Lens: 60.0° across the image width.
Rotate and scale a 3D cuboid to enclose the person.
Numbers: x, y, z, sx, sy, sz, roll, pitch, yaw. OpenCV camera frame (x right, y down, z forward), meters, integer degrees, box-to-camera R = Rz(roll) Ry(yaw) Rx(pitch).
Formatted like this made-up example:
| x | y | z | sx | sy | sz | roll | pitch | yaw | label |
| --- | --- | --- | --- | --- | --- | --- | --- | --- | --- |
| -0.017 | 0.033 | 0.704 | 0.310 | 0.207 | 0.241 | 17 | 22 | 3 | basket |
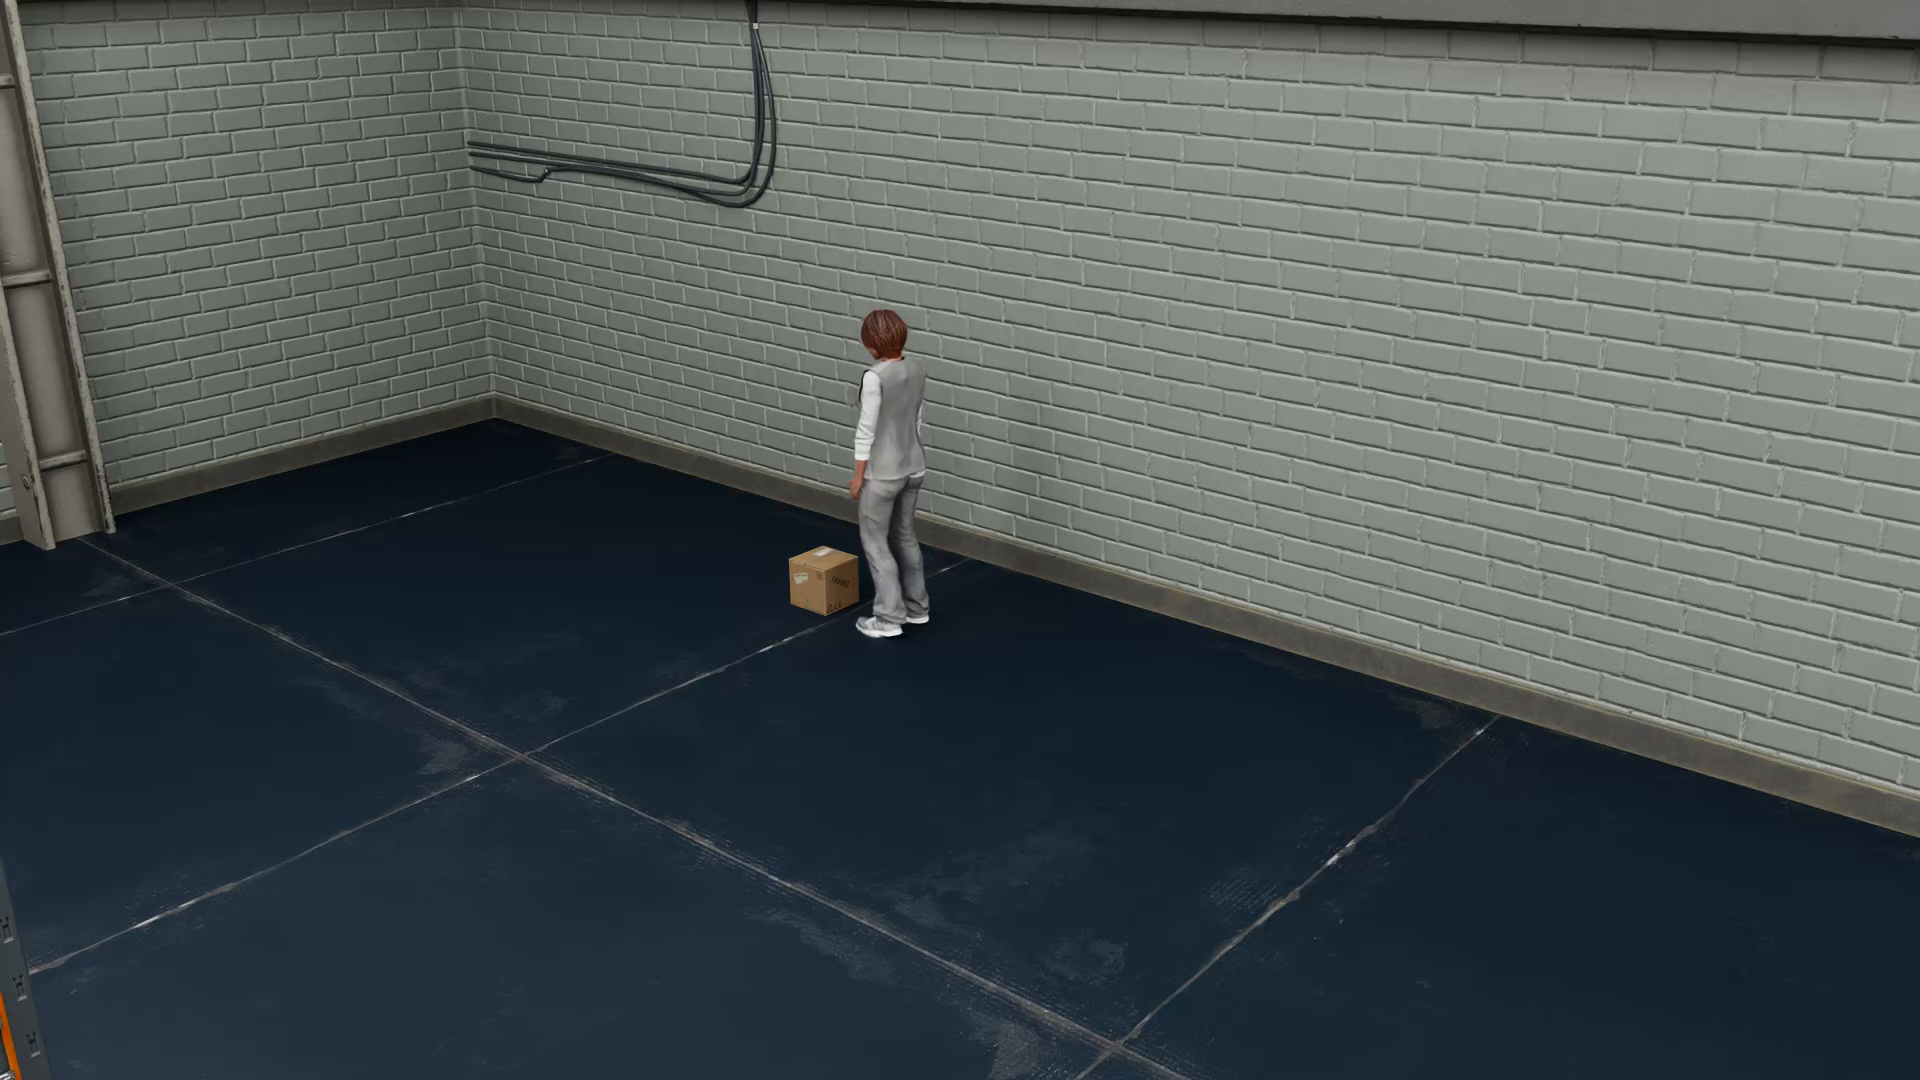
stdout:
| x | y | z | sx | sy | sz | roll | pitch | yaw | label |
| --- | --- | --- | --- | --- | --- | --- | --- | --- | --- |
| -0.341 | -0.304 | 7.938 | 0.299 | 1.588 | 0.407 | 17 | 26 | 37 | person |
